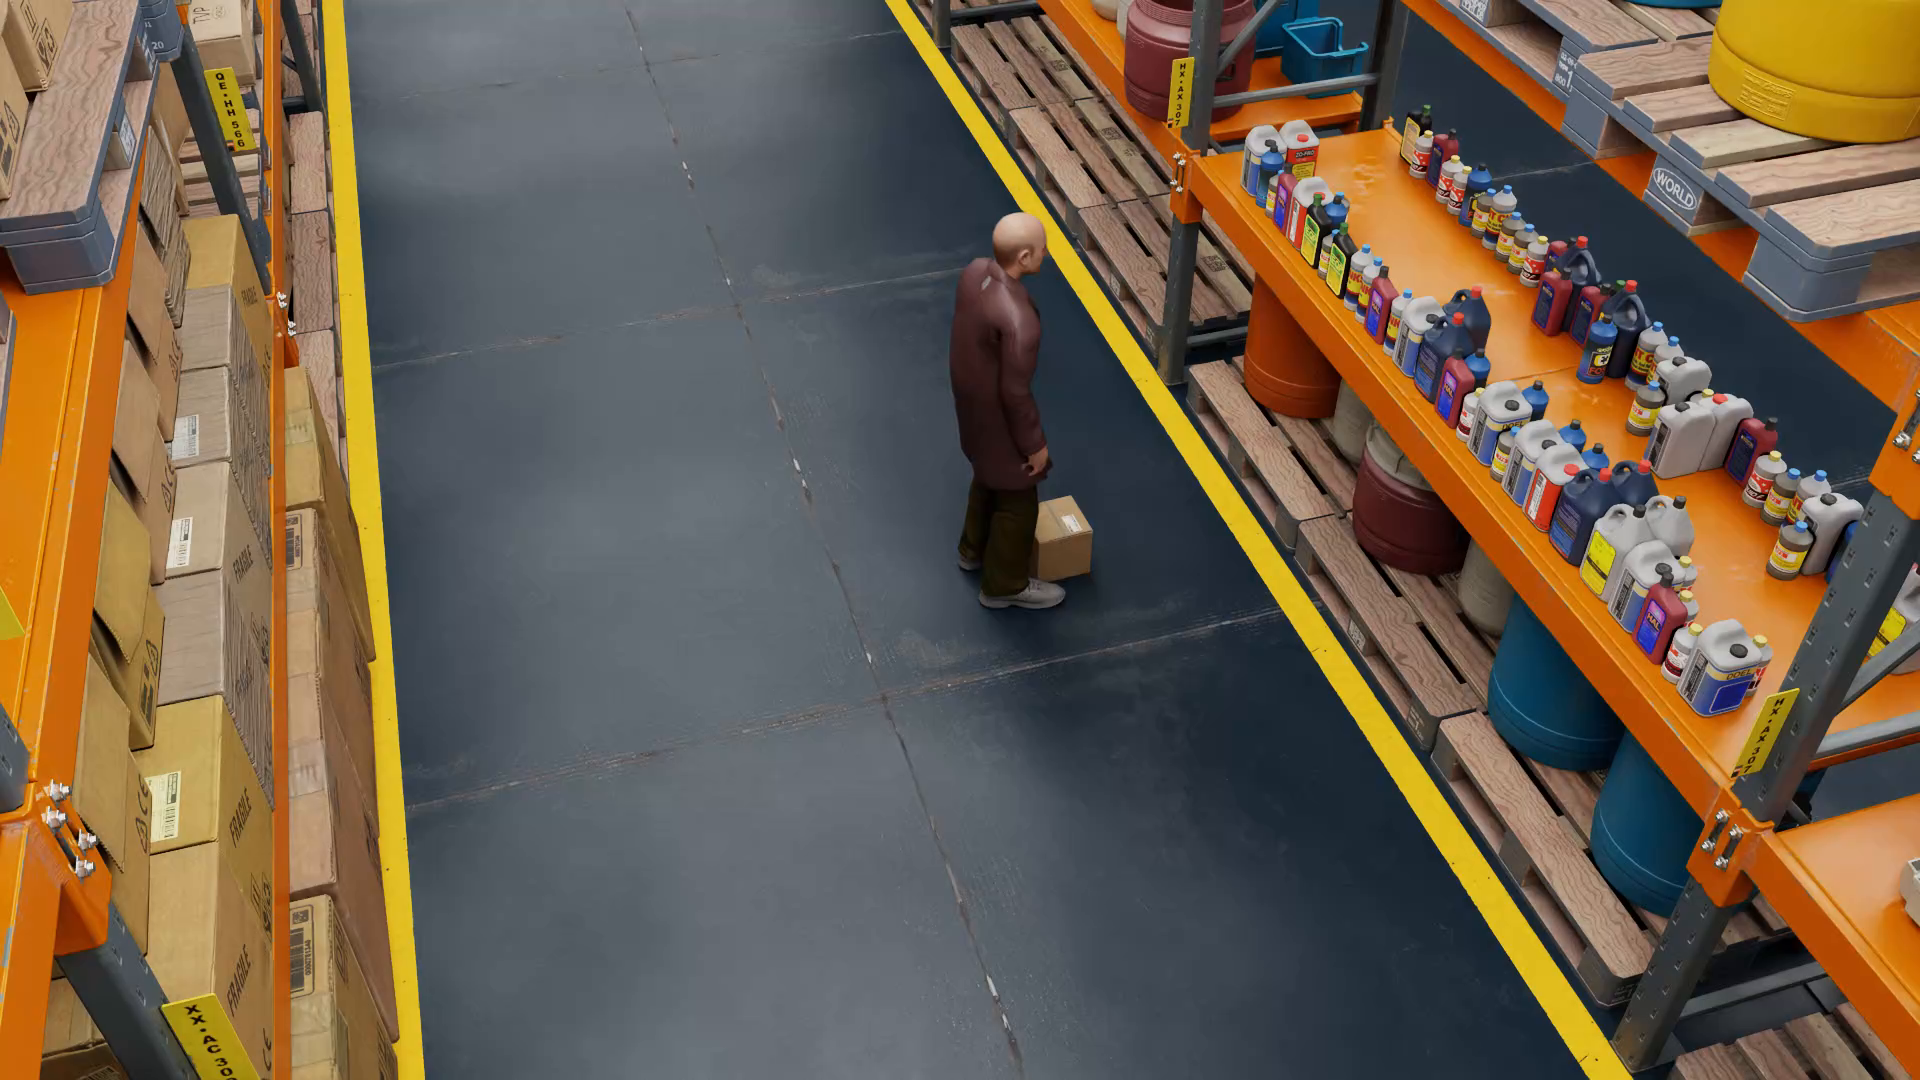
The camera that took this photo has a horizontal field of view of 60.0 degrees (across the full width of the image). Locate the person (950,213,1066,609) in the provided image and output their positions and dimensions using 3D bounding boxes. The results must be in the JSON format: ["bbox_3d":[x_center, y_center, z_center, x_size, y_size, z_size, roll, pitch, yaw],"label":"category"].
[{"bbox_3d":[0.178,-0.471,6.801,0.416,1.640,0.654,-13,43,-14],"label":"person"}]
